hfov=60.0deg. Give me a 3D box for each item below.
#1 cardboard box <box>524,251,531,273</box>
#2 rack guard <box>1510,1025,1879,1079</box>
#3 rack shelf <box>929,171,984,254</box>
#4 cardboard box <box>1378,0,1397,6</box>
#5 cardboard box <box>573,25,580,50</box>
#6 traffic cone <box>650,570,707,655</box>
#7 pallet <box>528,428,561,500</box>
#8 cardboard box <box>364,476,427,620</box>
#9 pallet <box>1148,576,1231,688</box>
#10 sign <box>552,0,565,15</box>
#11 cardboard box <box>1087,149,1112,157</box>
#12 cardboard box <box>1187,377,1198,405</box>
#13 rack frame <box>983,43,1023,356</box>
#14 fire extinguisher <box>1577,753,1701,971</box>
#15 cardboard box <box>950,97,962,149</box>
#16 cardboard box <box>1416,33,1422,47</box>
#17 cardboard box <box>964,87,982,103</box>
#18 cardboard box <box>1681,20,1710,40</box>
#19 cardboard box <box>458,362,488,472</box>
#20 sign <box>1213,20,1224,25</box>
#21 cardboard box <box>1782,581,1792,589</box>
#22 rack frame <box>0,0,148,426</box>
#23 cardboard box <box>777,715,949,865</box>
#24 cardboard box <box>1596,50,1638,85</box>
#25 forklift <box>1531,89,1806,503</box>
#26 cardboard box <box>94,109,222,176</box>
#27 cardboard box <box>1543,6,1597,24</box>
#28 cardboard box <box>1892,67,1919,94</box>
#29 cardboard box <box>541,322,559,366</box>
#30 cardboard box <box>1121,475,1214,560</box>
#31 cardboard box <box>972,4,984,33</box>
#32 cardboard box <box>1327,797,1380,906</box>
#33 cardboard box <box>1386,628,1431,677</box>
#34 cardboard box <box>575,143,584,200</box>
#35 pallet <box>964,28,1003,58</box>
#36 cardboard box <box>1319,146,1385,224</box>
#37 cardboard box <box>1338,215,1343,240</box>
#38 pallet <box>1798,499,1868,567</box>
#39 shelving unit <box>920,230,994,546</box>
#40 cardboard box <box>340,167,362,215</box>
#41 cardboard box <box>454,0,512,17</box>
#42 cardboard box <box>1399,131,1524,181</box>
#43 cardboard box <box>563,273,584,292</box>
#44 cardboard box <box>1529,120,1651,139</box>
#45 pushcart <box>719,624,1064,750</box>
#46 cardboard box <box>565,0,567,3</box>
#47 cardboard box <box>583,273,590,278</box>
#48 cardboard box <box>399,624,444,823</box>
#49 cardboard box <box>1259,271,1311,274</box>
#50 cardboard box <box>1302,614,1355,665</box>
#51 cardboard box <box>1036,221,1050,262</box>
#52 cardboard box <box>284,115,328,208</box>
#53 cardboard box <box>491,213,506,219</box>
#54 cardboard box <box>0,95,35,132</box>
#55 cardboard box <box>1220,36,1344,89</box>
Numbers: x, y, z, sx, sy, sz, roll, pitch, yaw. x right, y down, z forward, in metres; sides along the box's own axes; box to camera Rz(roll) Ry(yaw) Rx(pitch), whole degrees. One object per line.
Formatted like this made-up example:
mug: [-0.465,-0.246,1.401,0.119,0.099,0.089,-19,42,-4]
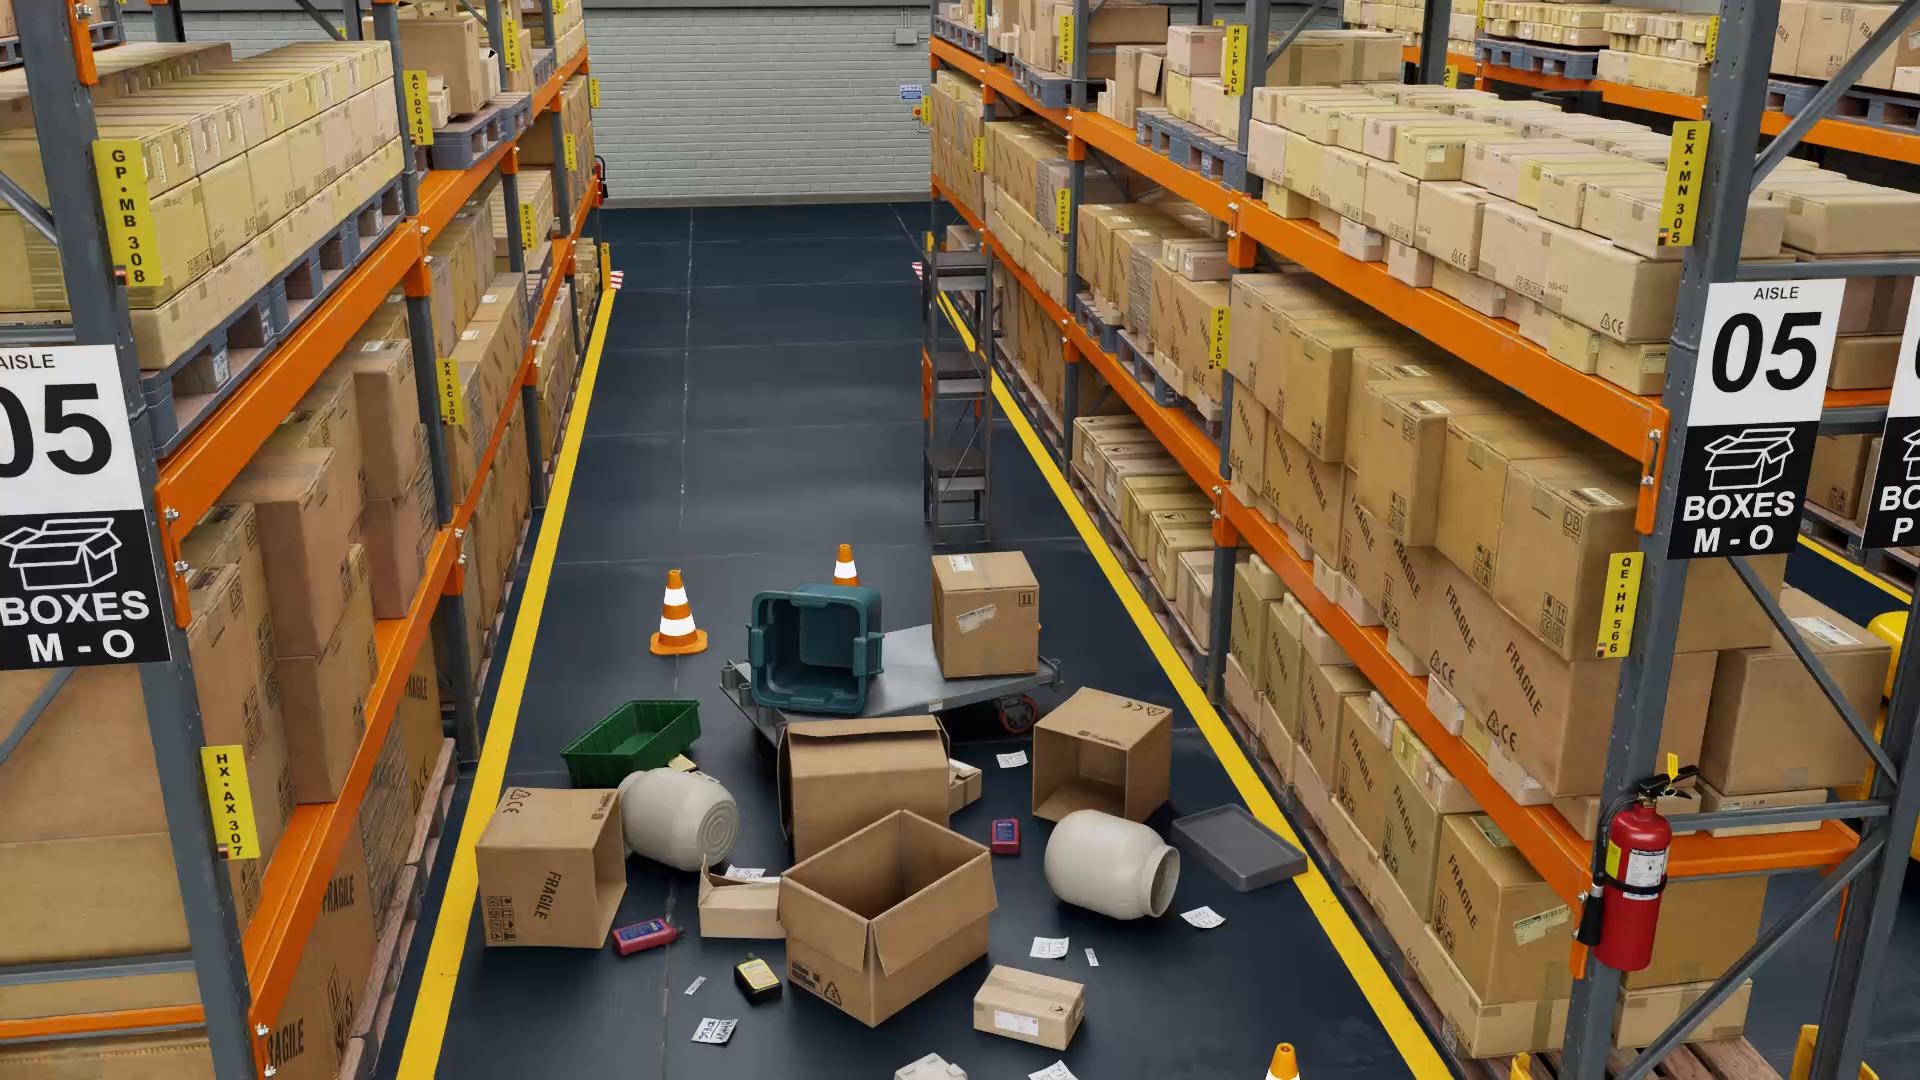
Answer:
cardboard box: [-3.558,-2.149,12.943,0.380,0.149,0.250,-2,21,-5]
rack guard: [2.451,2.004,5.635,1.175,0.500,0.348,-3,21,-8]
rack shelf: [0.444,-3.651,18.232,1.077,0.370,4.000,-3,21,-8]
cardboard box: [5.023,-6.124,18.612,0.500,0.250,0.500,-3,21,-9]
cardboard box: [-4.262,-5.238,17.379,0.500,0.250,0.500,-2,21,-5]
traffic cone: [-1.698,0.407,9.964,0.336,0.463,0.334,-3,21,-8]
pallet: [-3.686,-0.590,12.994,1.003,0.211,1.213,-3,21,-8]
cardboard box: [-2.832,0.005,7.200,0.875,0.550,0.550,-3,21,-8]
pallet: [1.771,0.511,10.045,1.003,0.211,1.213,-3,21,-8]
sign: [-3.603,-4.872,14.884,0.100,0.325,0.005,-3,21,-8]
cardboard box: [1.339,-2.960,13.782,0.500,0.500,0.500,-2,21,-6]
cardboard box: [1.517,-0.861,9.493,0.380,0.149,0.250,-4,21,-9]
rack frame: [0.732,-3.295,16.252,1.000,3.000,0.127,-3,21,-8]
fire extinguisher: [2.022,0.959,4.973,0.296,0.674,0.183,-3,21,-8]
cardboard box: [0.179,-4.486,17.867,0.500,0.500,0.500,-3,21,-8]
cardboard box: [5.154,-5.388,17.928,0.380,0.149,0.250,-3,21,-7]
cardboard box: [0.251,-4.651,17.382,0.380,0.149,0.250,-3,21,-9]
cardboard box: [5.944,-4.023,13.134,0.380,0.149,0.250,-4,21,-10]
cardboard box: [-2.882,-0.658,9.048,0.500,0.500,0.500,-3,21,-7]
sign: [1.846,-3.584,12.000,0.100,0.325,0.005,-3,21,-8]
cardboard box: [2.590,0.316,6.014,0.500,0.500,0.500,-2,21,-6]
rack frame: [-2.422,-1.666,3.316,1.000,3.000,0.127,-3,21,-8]
cardboard box: [-0.440,1.162,7.693,0.797,0.637,0.503,-3,21,-8]
cardboard box: [5.760,-4.010,14.091,0.500,0.250,0.500,-3,21,-8]
forklift: [4.663,-1.705,12.092,3.031,2.935,1.130,17,26,38]
cardboard box: [-2.228,-1.067,4.476,0.380,0.149,0.250,-3,21,-9]
cardboard box: [5.514,-4.740,15.023,0.380,0.149,0.250,-3,21,-7]
cardboard box: [6.226,-2.940,10.631,0.380,0.149,0.250,-3,21,-8]
cardboard box: [-3.567,-1.601,13.617,0.500,0.250,0.500,-3,21,-7]
cardboard box: [1.598,-0.162,11.018,0.950,0.372,0.625,-2,21,-6]
cardboard box: [0.323,-5.086,16.208,0.396,0.266,0.258,-2,21,-6]
cardboard box: [1.931,1.324,7.214,0.500,0.250,0.500,-4,21,-10]
cardboard box: [1.942,0.419,6.666,0.380,0.149,0.250,-3,21,-8]
cardboard box: [-4.089,-3.728,16.843,0.500,0.500,0.500,-3,21,-9]
pallet: [0.624,-4.943,16.502,1.003,0.211,1.213,-3,21,-8]
cardboard box: [1.821,-1.481,6.897,0.500,0.250,0.500,-3,21,-7]
cardboard box: [1.839,-1.337,7.081,0.380,0.149,0.250,-4,21,-9]
pallet: [6.472,-0.147,11.808,1.003,0.211,1.213,-3,21,-8]
shelving unit: [-0.024,-1.041,11.502,0.431,2.100,0.503,-3,21,-8]
cardboard box: [-2.483,-1.310,6.266,0.380,0.149,0.250,-3,21,-7]
cardboard box: [-3.511,-3.855,12.227,0.396,0.266,0.258,-3,21,-8]
cardboard box: [1.866,-1.433,6.198,0.380,0.149,0.250,-2,21,-6]
cardboard box: [-4.079,-2.645,17.135,0.380,0.149,0.250,-2,21,-7]
cardboard box: [2.465,-1.556,6.526,0.380,0.149,0.250,-3,21,-7]
pushcart: [-0.364,0.835,8.940,1.648,0.377,0.936,-11,23,-26]
cardboard box: [-4.190,-5.517,16.844,0.380,0.149,0.250,-3,21,-9]
cardboard box: [-4.187,-2.780,17.920,0.380,0.149,0.250,-2,21,-5]
cardboard box: [-2.977,0.779,7.779,0.875,0.875,0.875,-3,21,-7]
cardboard box: [2.029,-1.258,9.630,0.500,0.500,0.500,-3,21,-8]
cardboard box: [1.779,0.446,7.566,0.380,0.149,0.250,-2,21,-5]
cardboard box: [0.910,-2.406,13.372,0.500,0.250,0.500,-3,21,-9]
cardboard box: [-2.457,-1.278,5.609,0.500,0.250,0.500,-3,21,-8]
cardboard box: [-3.560,-2.423,12.825,0.380,0.149,0.250,-4,21,-10]
cardboard box: [-2.951,-1.211,4.861,0.380,0.149,0.250,-3,21,-8]
cardboard box: [1.675,-2.485,8.696,0.500,0.250,0.500,-2,21,-7]
